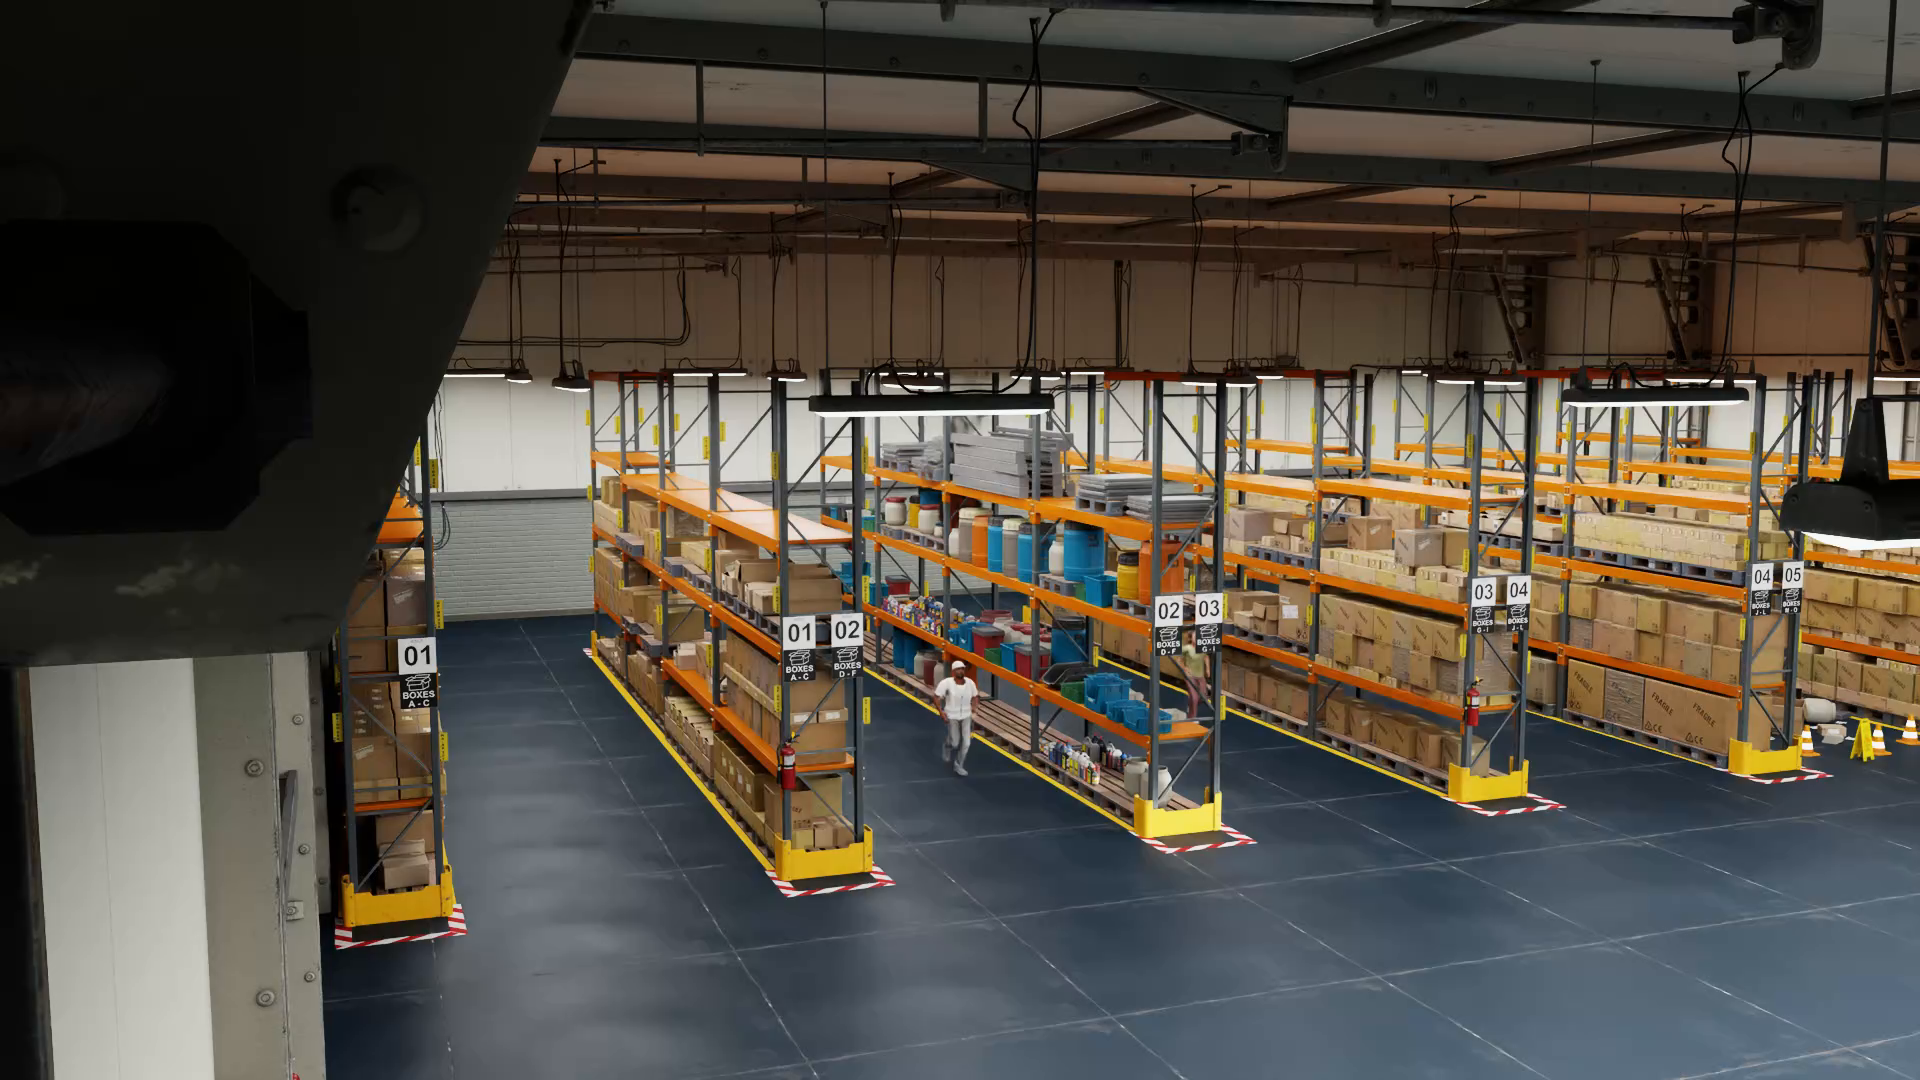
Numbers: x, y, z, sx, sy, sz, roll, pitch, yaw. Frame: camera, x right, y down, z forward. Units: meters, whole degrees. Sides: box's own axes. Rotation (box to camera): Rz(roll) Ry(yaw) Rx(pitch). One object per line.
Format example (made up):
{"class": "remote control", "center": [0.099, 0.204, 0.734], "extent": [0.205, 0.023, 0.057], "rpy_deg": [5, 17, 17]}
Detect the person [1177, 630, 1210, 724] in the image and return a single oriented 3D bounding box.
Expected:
{"class": "person", "center": [4.014, 2.387, 28.561], "extent": [0.625, 1.524, 0.577], "rpy_deg": [-2, 7, -20]}

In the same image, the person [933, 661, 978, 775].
{"class": "person", "center": [-0.043, 2.674, 25.193], "extent": [0.703, 1.724, 0.610], "rpy_deg": [-2, 7, -19]}
